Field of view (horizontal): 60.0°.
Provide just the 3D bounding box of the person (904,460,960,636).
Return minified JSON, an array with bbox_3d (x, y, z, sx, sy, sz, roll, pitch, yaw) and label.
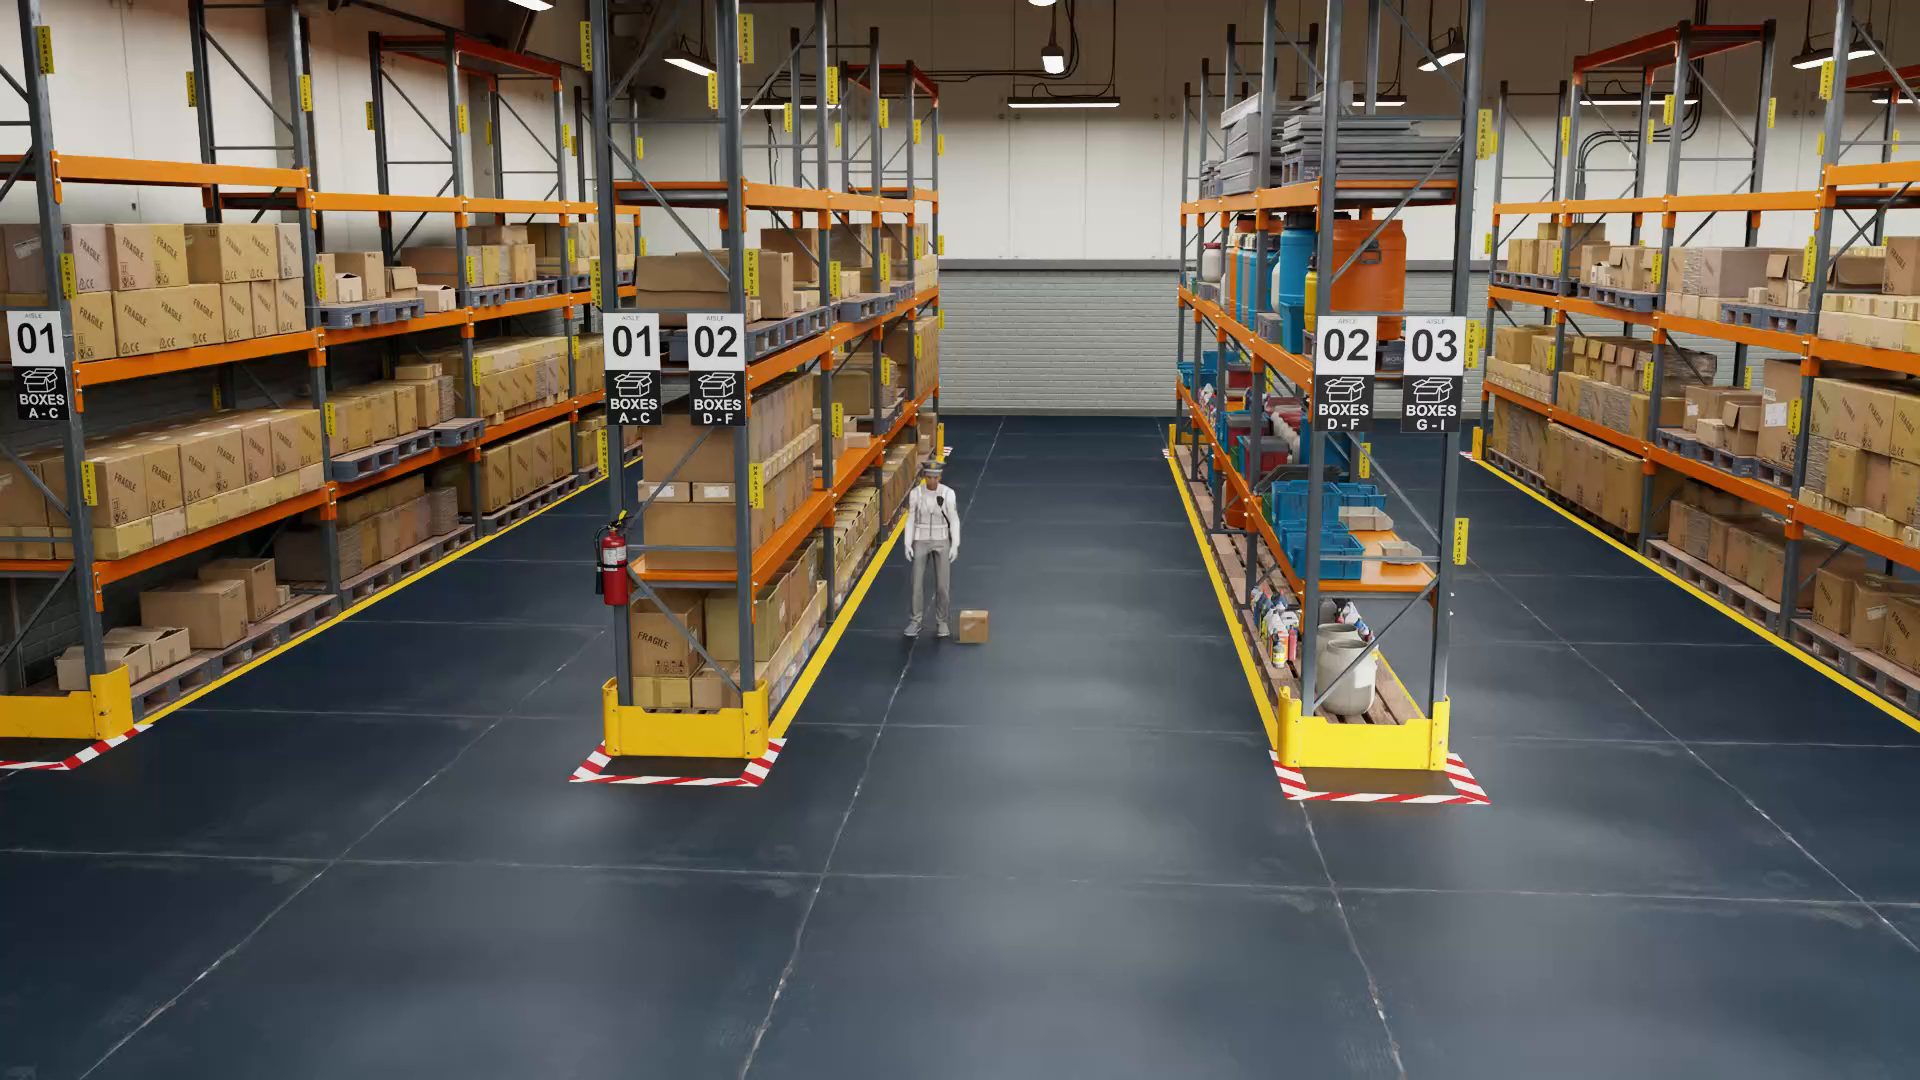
[{"bbox_3d":[-0.263,0.065,15.585,0.526,1.662,0.374,1,11,3],"label":"person"}]
